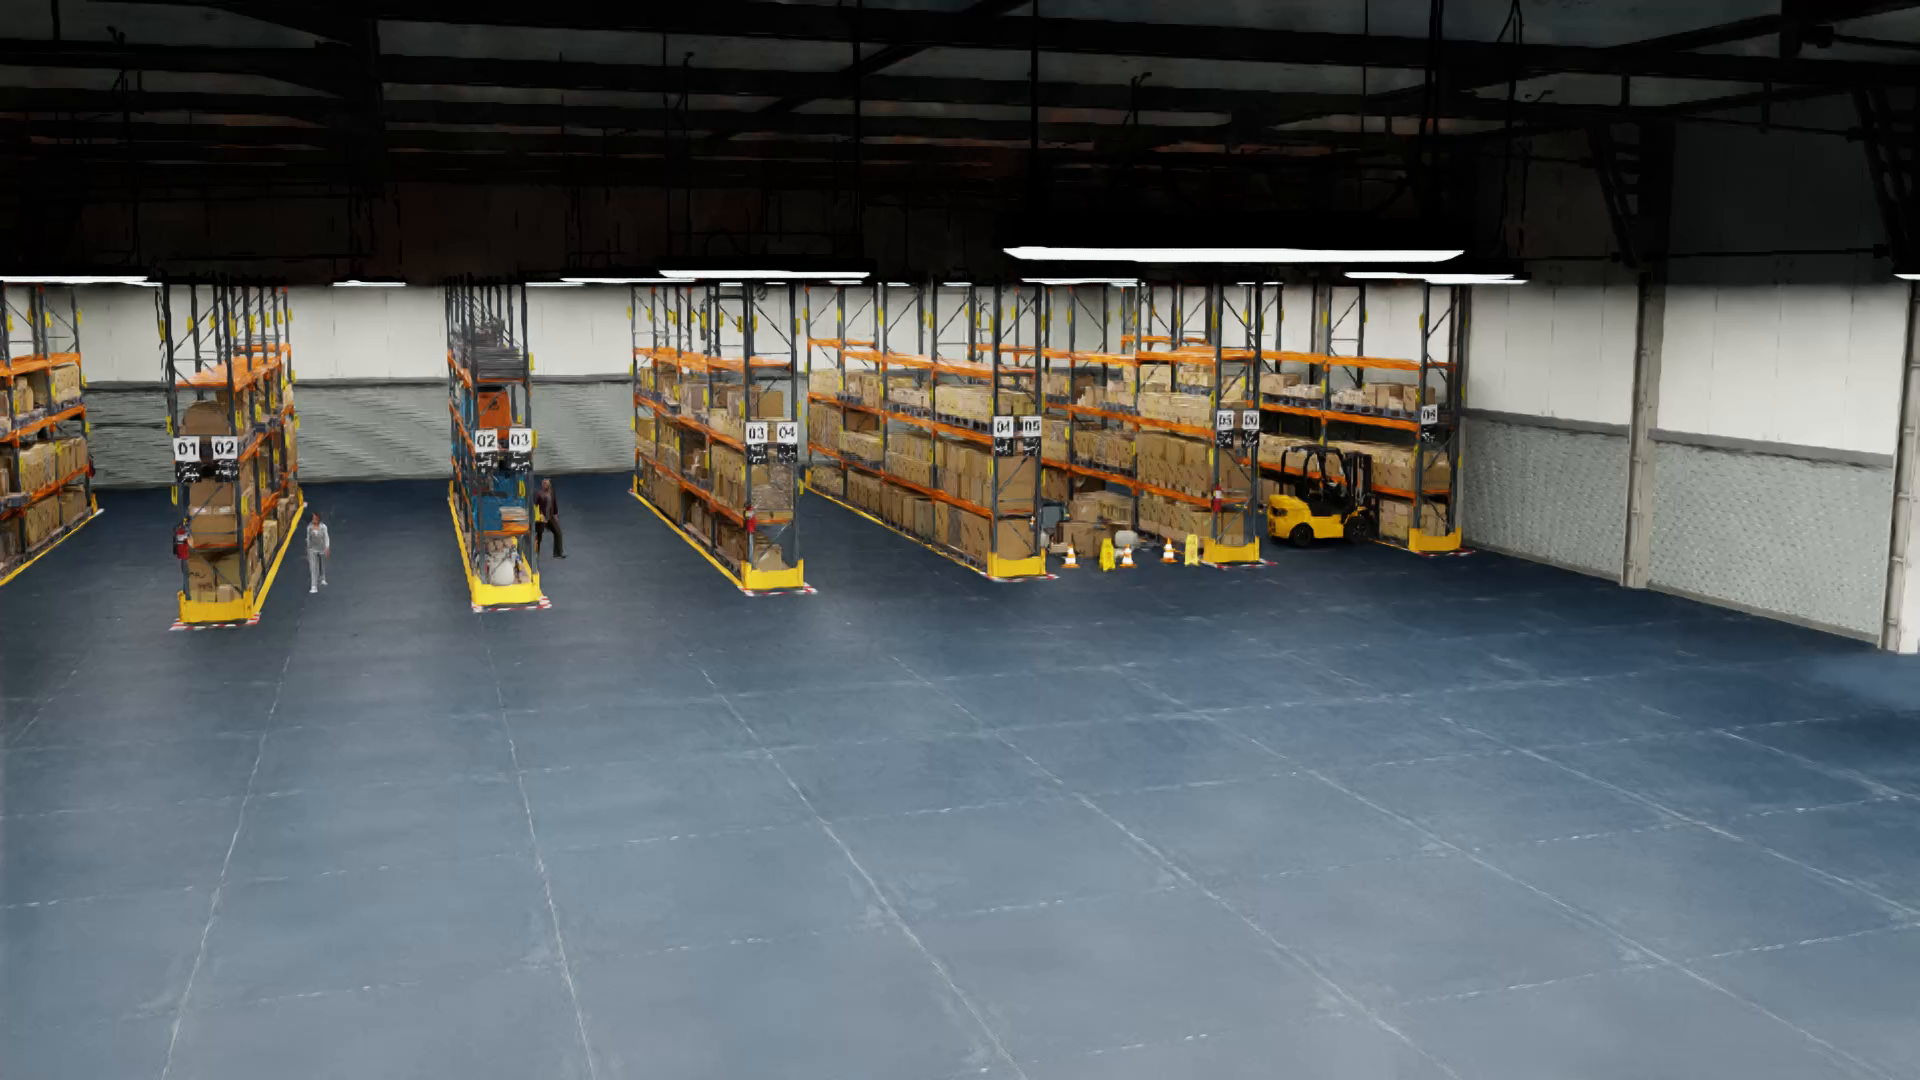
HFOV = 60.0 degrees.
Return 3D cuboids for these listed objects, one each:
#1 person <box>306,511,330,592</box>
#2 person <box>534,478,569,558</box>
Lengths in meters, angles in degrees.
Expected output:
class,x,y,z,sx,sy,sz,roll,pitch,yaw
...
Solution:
class,x,y,z,sx,sy,sz,roll,pitch,yaw
person,-12.220,0.195,31.680,0.415,1.517,1.041,-3,9,-21
person,-8.819,-0.469,35.392,0.710,1.733,0.791,-7,11,-40
